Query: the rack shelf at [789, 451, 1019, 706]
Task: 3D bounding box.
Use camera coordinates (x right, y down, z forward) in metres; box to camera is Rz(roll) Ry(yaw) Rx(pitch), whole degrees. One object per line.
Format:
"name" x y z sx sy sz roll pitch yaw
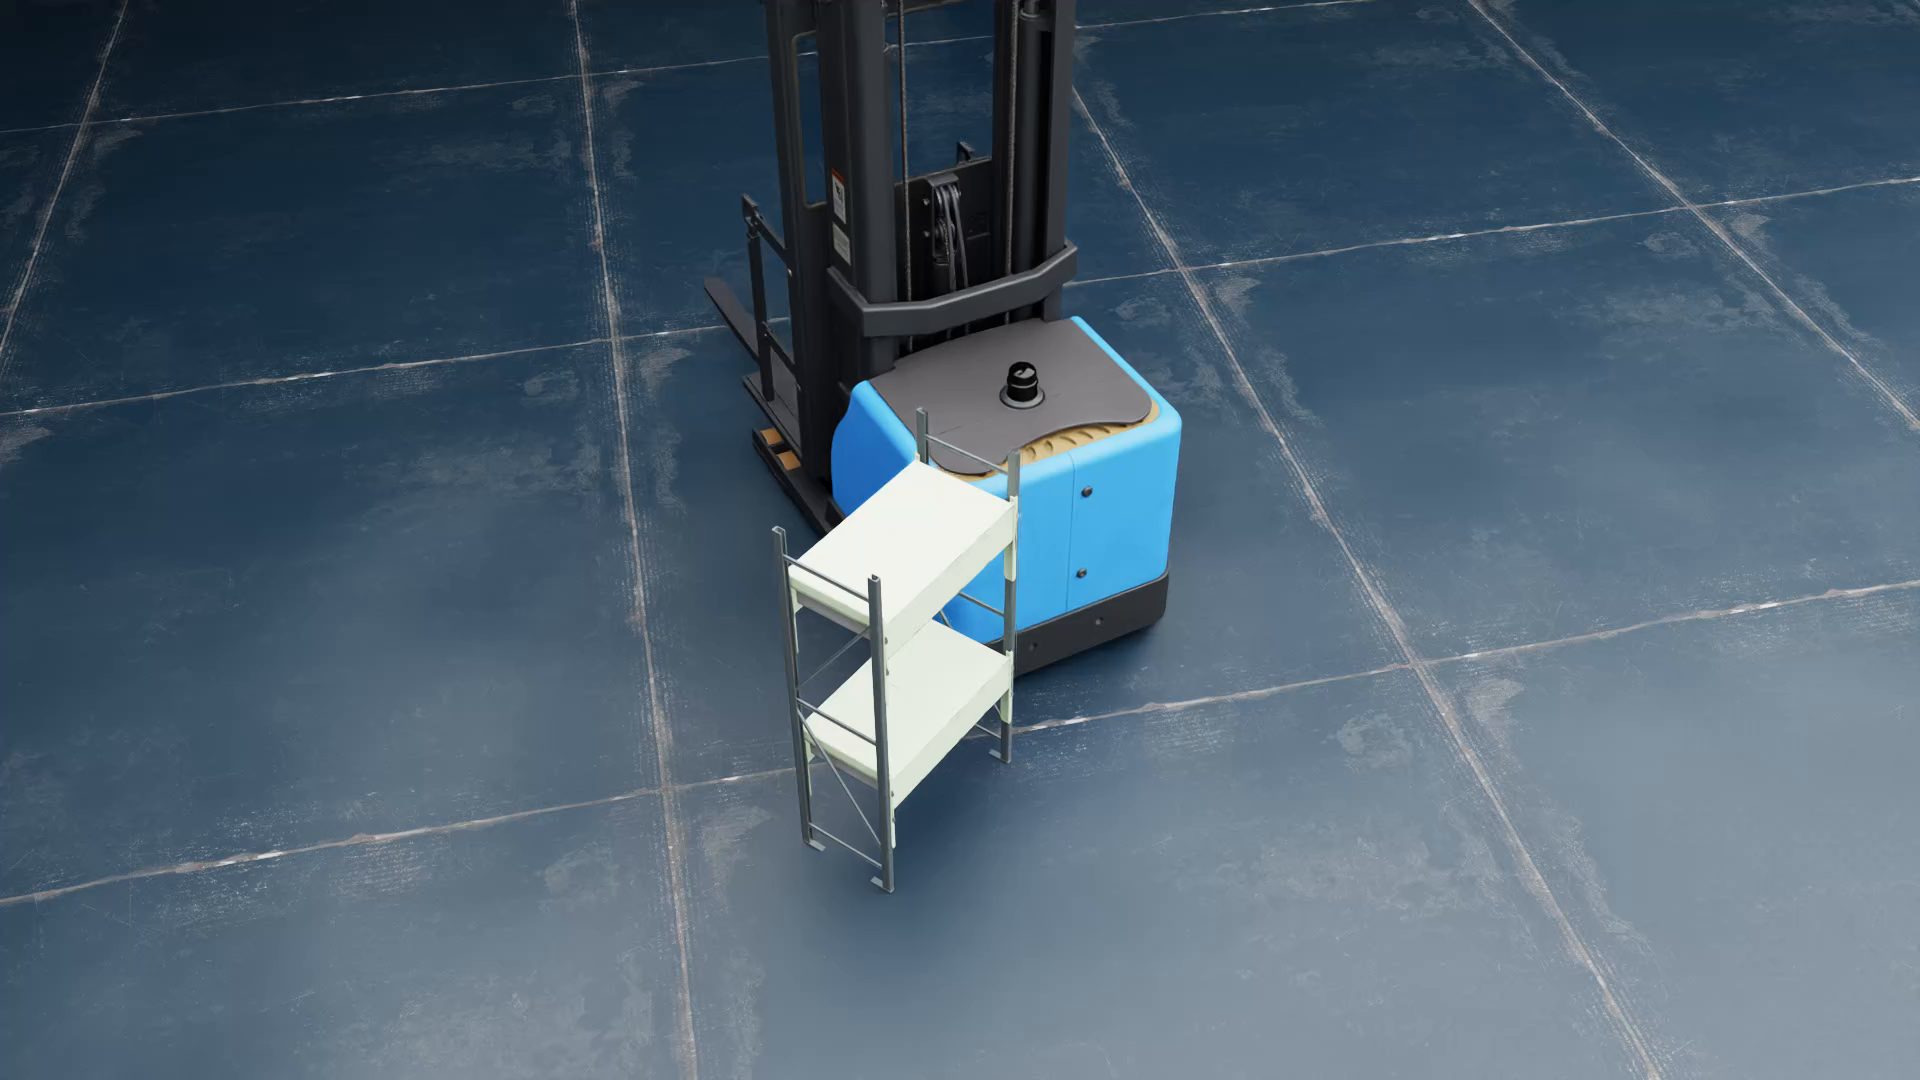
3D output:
"rack shelf" -0.188 0.111 5.407 0.431 0.370 0.720 25 47 26

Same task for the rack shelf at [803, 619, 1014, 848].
"rack shelf" -0.188 0.647 5.883 0.431 0.370 0.720 25 47 26

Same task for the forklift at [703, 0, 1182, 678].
"forklift" -0.293 -1.461 6.688 1.130 2.935 3.031 -19 45 -21

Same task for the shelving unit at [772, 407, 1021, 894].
"shelving unit" -0.188 0.403 5.667 0.431 1.500 0.755 25 47 26

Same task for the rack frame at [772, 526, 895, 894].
"rack frame" -0.400 0.601 5.444 0.400 1.500 0.023 25 47 26

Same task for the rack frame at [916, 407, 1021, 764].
"rack frame" 0.025 0.205 5.889 0.400 1.500 0.023 25 47 26
